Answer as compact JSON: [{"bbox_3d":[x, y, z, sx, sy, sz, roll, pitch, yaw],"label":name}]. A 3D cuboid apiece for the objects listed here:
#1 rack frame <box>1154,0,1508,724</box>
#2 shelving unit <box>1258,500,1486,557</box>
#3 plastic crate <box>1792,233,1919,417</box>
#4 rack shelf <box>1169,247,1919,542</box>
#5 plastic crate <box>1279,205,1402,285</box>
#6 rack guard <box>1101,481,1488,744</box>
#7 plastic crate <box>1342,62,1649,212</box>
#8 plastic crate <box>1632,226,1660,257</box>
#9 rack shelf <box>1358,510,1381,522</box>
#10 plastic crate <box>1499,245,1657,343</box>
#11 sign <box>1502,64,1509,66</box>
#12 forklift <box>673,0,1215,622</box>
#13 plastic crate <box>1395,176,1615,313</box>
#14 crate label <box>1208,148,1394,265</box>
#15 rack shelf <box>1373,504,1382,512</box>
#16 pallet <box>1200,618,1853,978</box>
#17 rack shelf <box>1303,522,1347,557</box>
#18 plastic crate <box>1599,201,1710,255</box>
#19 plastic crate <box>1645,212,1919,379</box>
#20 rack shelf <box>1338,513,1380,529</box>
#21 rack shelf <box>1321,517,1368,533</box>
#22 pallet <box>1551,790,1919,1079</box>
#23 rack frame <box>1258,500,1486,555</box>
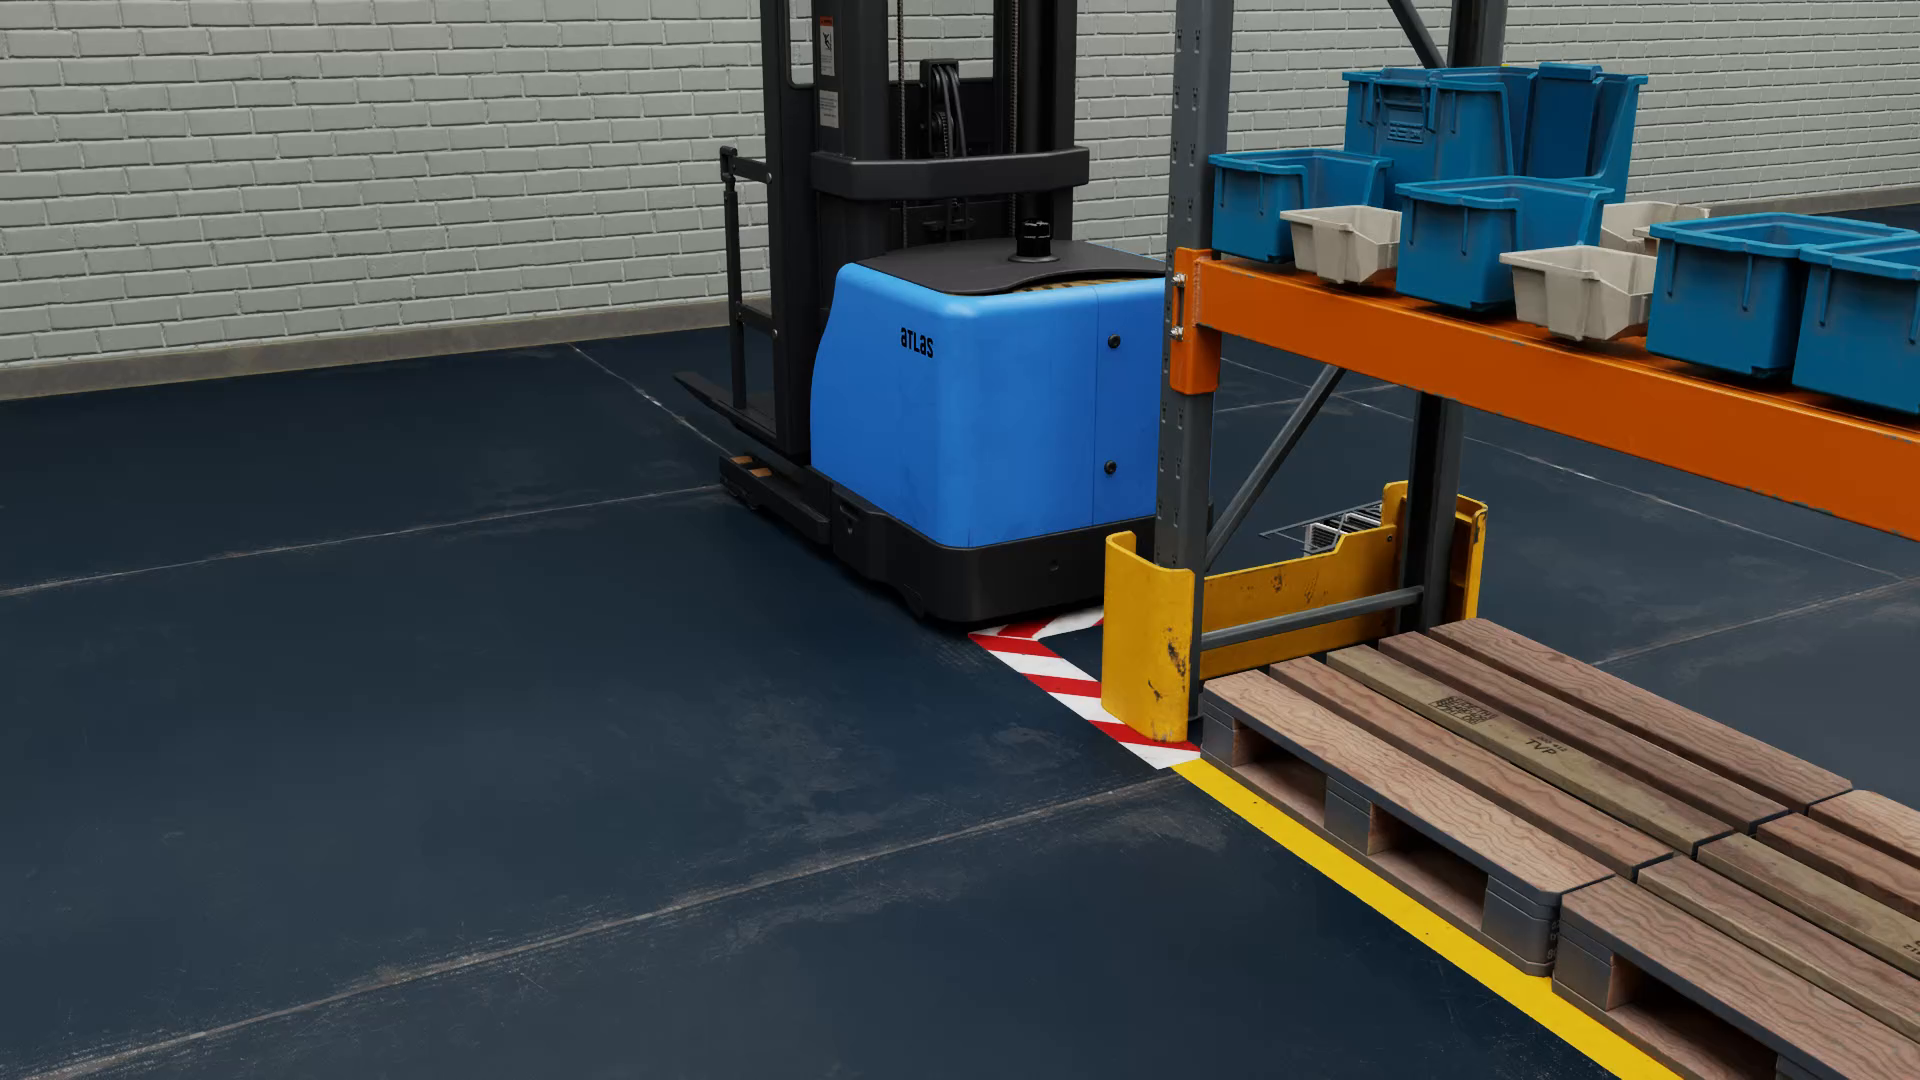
[{"bbox_3d":[0.999,-0.991,4.404,1.000,3.000,0.127,-10,21,-27],"label":"rack frame"},{"bbox_3d":[1.424,0.022,5.737,0.900,0.210,0.258,-14,23,-35],"label":"shelving unit"},{"bbox_3d":[1.594,-0.354,2.723,0.416,0.233,0.300,-10,21,-27],"label":"plastic crate"},{"bbox_3d":[1.949,-0.077,2.857,1.077,0.370,4.000,-10,21,-27],"label":"rack shelf"},{"bbox_3d":[0.906,-0.668,3.780,0.250,0.136,0.298,-10,21,-27],"label":"plastic crate"},{"bbox_3d":[0.976,0.186,4.826,1.175,0.500,0.348,-10,21,-27],"label":"rack guard"},{"bbox_3d":[1.323,-0.969,4.194,0.616,0.435,0.499,-10,21,-27],"label":"plastic crate"},{"bbox_3d":[1.671,-0.603,3.592,0.396,0.136,0.243,-10,21,-27],"label":"plastic crate"},{"bbox_3d":[1.469,0.011,5.769,0.077,0.200,0.258,-14,23,-35],"label":"rack shelf"},{"bbox_3d":[1.228,-0.473,3.216,0.250,0.136,0.298,-10,21,-27],"label":"plastic crate"},{"bbox_3d":[1.476,-1.158,4.638,0.100,0.325,0.005,-10,21,-27],"label":"sign"},{"bbox_3d":[-0.302,-1.564,6.171,1.130,2.935,3.031,-10,22,-27],"label":"forklift"},{"bbox_3d":[1.139,-0.629,3.521,0.416,0.233,0.300,-10,21,-27],"label":"plastic crate"},{"bbox_3d":[0.827,-0.818,4.068,0.416,0.233,0.303,-10,21,-27],"label":"crate label"},{"bbox_3d":[1.541,-0.006,5.820,0.077,0.200,0.258,-14,23,-35],"label":"rack shelf"},{"bbox_3d":[1.357,0.570,4.155,1.003,0.211,1.213,-10,21,-27],"label":"pallet"},{"bbox_3d":[1.253,0.064,5.616,0.077,0.200,0.258,-14,23,-35],"label":"rack shelf"},{"bbox_3d":[1.546,-0.688,3.840,0.396,0.136,0.243,-10,21,-27],"label":"plastic crate"},{"bbox_3d":[1.452,-0.440,2.973,0.416,0.233,0.300,-10,21,-27],"label":"plastic crate"},{"bbox_3d":[1.397,0.029,5.718,0.077,0.200,0.258,-14,23,-35],"label":"rack shelf"},{"bbox_3d":[1.325,0.046,5.667,0.077,0.200,0.258,-14,23,-35],"label":"rack shelf"},{"bbox_3d":[1.932,0.920,3.142,1.003,0.211,1.213,-10,21,-27],"label":"pallet"},{"bbox_3d":[1.424,-0.074,5.704,0.900,0.006,0.240,-14,23,-35],"label":"rack frame"}]
